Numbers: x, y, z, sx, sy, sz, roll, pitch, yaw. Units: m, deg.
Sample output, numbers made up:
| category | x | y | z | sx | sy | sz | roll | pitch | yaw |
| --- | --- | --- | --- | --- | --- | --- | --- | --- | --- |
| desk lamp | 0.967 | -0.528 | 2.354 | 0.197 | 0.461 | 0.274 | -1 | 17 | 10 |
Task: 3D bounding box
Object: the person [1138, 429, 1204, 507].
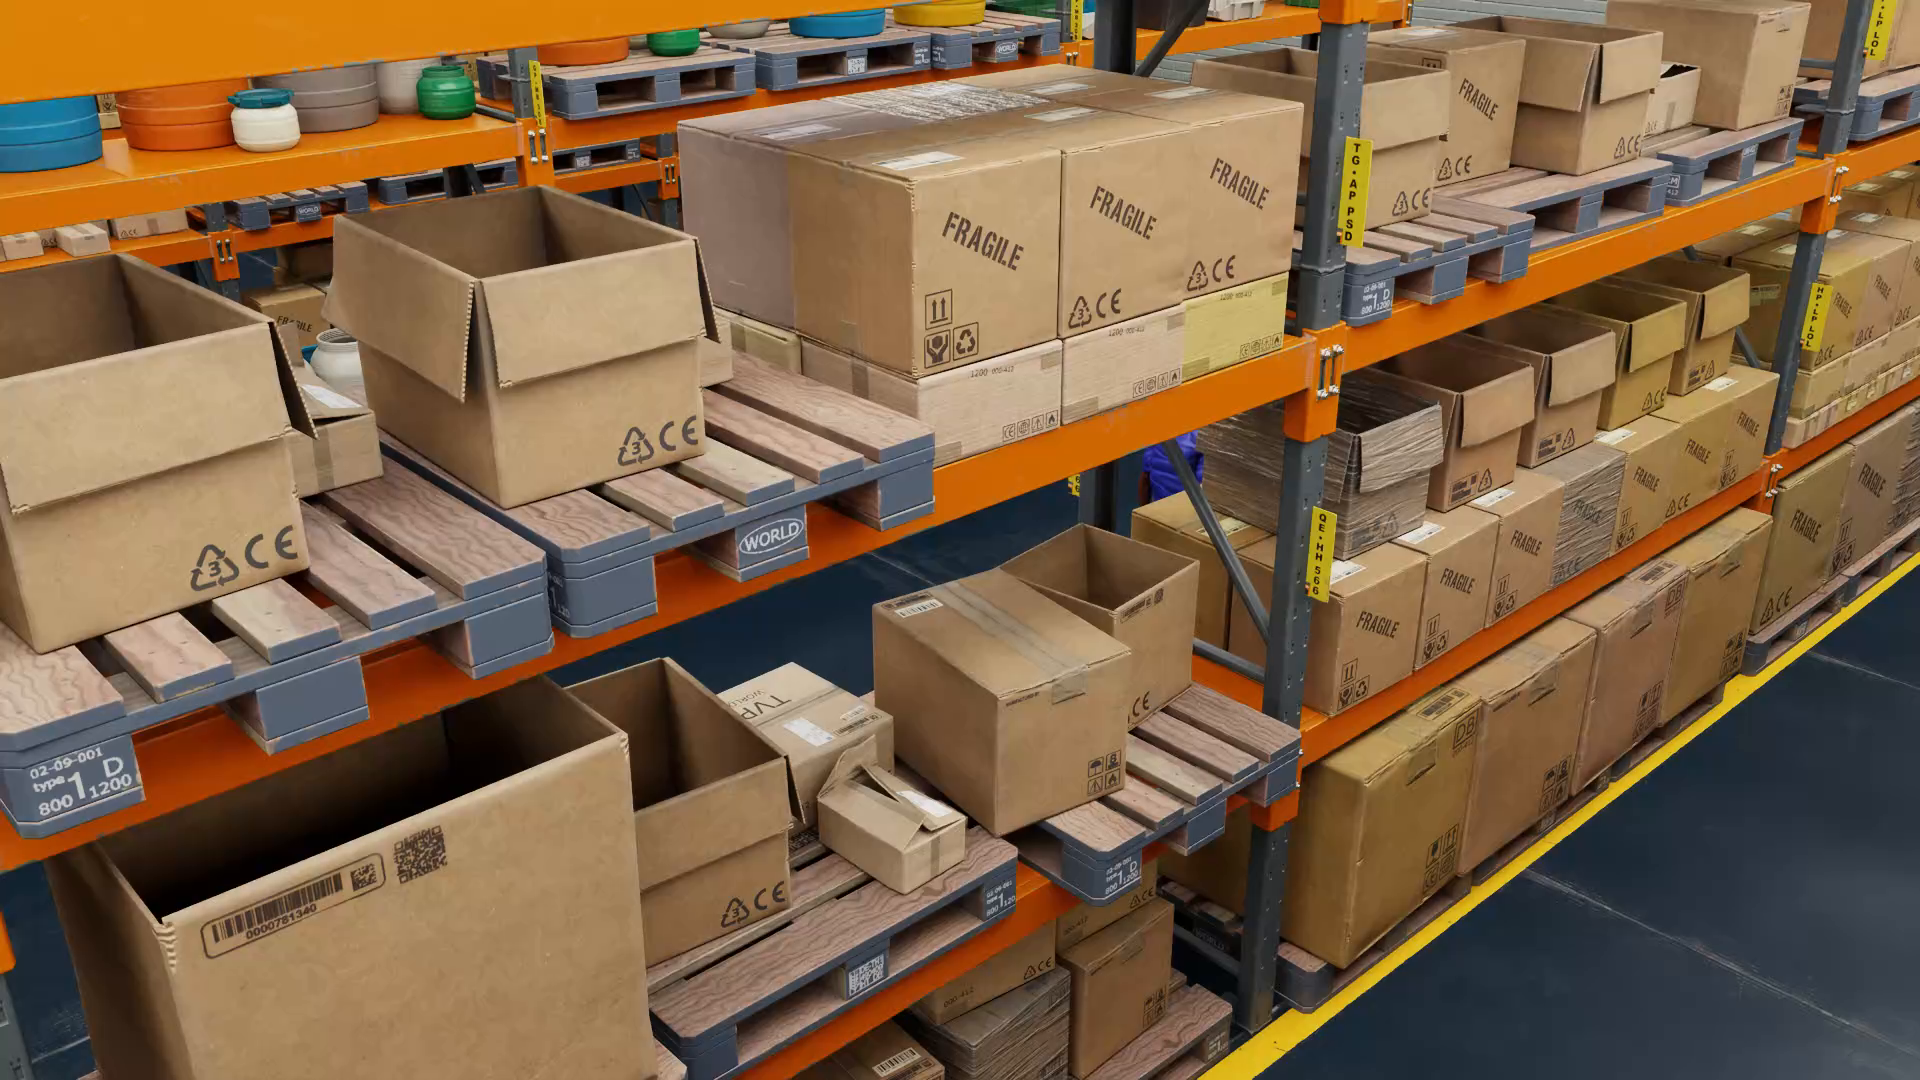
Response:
| category | x | y | z | sx | sy | sz | roll | pitch | yaw |
| --- | --- | --- | --- | --- | --- | --- | --- | --- | --- |
| person | 1.165 | -0.043 | 8.705 | 0.532 | 1.654 | 0.351 | 21 | 32 | 39 |
